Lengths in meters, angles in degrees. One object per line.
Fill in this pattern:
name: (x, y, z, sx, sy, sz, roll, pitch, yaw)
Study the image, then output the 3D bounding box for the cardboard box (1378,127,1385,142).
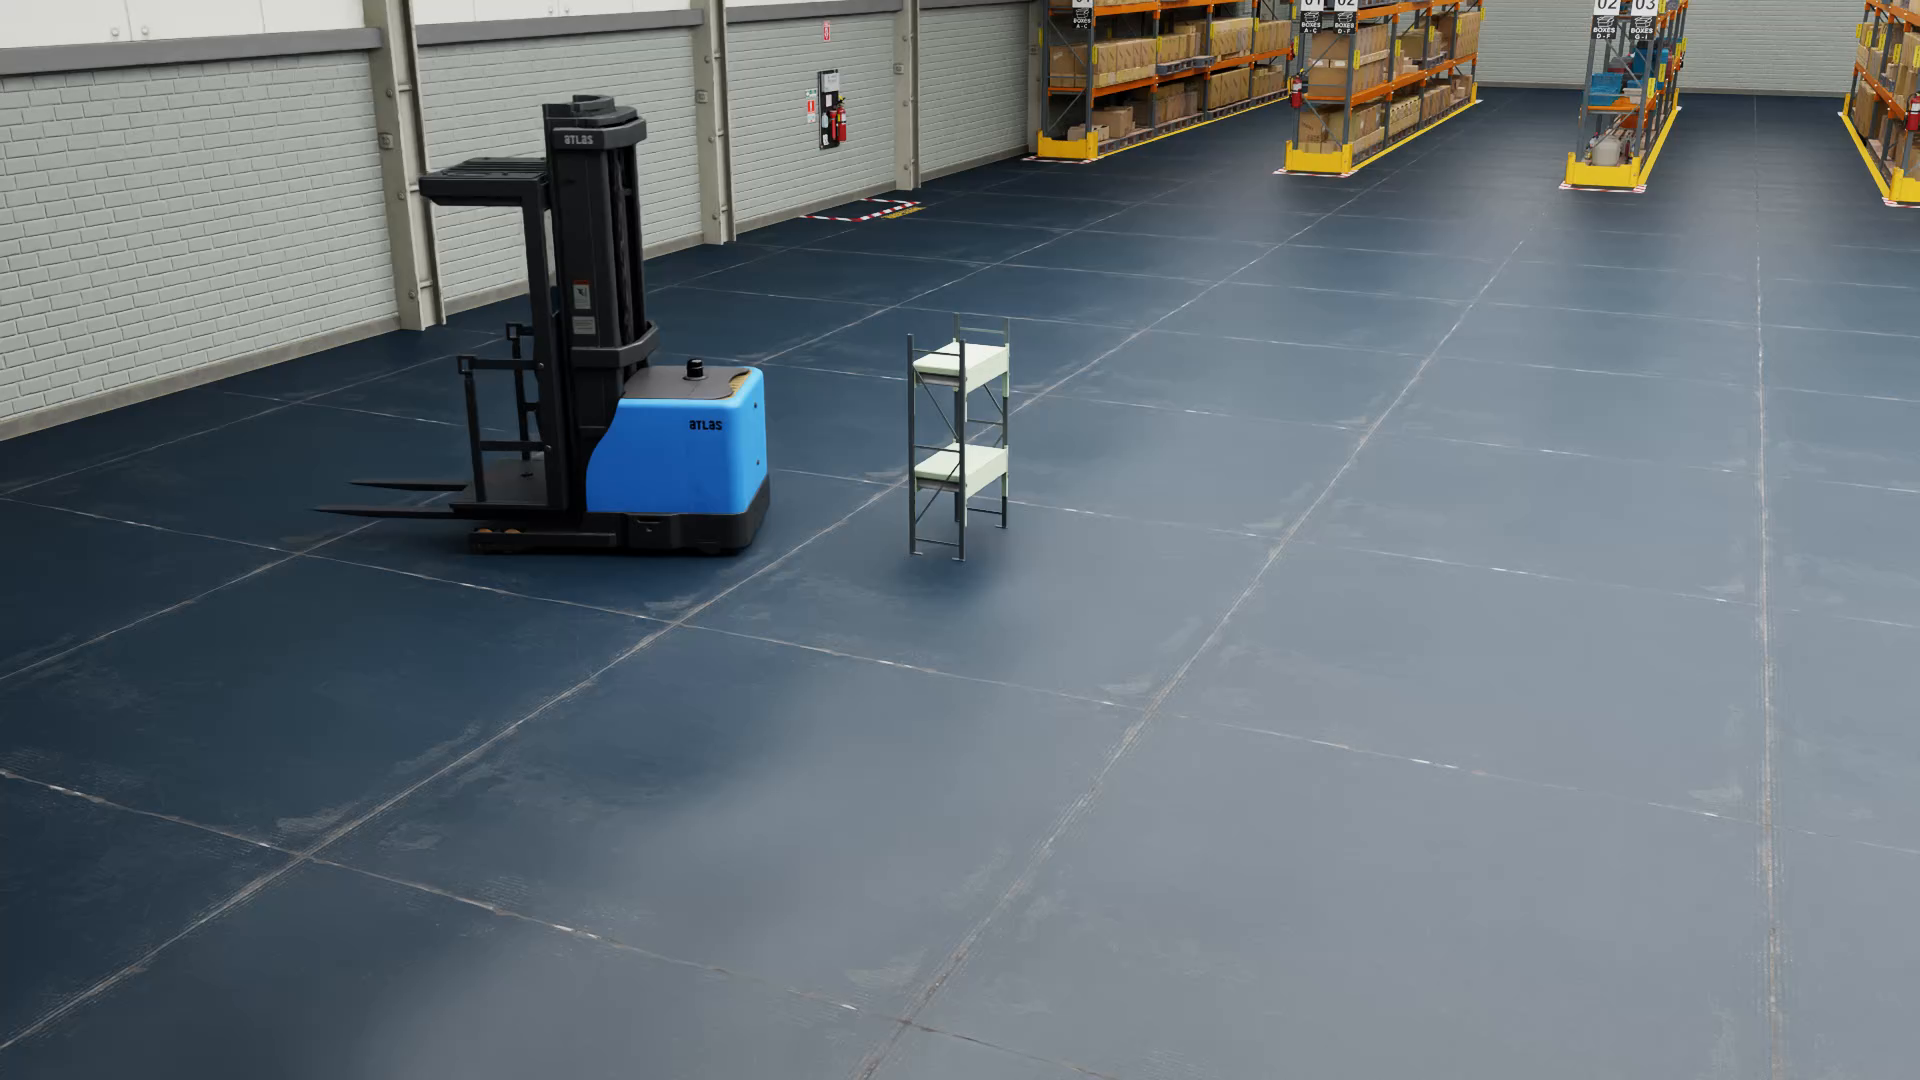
cardboard box: (8.236, -8.173, 33.451, 0.500, 0.250, 0.500, 9, 21, 23)

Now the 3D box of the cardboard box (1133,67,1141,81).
cardboard box: (3.384, -9.567, 34.086, 0.500, 0.250, 0.500, 8, 21, 22)

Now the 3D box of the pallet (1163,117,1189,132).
pallet: (4.521, -9.420, 37.641, 1.003, 0.211, 1.213, 9, 21, 23)

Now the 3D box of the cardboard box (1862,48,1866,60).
cardboard box: (20.898, -11.083, 37.936, 0.500, 0.250, 0.500, 9, 21, 24)

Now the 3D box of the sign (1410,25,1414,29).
sign: (11.004, -12.368, 40.478, 0.100, 0.325, 0.005, 9, 21, 23)

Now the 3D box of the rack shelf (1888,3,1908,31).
rack shelf: (18.081, -9.768, 31.056, 1.077, 0.370, 4.000, 9, 21, 23)

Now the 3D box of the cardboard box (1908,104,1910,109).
cardboard box: (16.049, -7.241, 27.728, 0.380, 0.149, 0.250, 9, 21, 23)

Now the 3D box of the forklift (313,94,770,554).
forklift: (-2.904, -1.460, 11.200, 3.031, 2.935, 1.130, 1, 20, 3)

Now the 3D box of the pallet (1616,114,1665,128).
pallet: (15.665, -9.663, 38.326, 1.003, 0.211, 1.213, 9, 21, 23)

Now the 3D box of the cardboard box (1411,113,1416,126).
cardboard box: (9.663, -9.215, 36.382, 0.500, 0.250, 0.500, 8, 21, 22)

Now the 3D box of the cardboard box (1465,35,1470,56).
cardboard box: (12.580, -12.519, 42.045, 0.500, 0.500, 0.500, 8, 21, 22)

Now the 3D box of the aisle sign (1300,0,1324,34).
aisle sign: (6.293, -9.465, 29.727, 0.394, 0.787, 0.004, 9, 21, 23)

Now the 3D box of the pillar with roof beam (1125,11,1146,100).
pillar with roof beam: (7.949, -13.301, 35.440, 9.100, 9.000, 0.400, 9, 21, 23)

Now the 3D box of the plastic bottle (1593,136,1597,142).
plastic bottle: (11.783, -7.344, 30.938, 0.144, 0.351, 0.185, 8, 21, 22)

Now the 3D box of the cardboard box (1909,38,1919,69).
cardboard box: (16.031, -8.026, 27.475, 0.500, 0.500, 0.500, 9, 21, 23)

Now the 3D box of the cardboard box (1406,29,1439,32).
cardboard box: (11.104, -12.019, 40.012, 0.700, 0.500, 0.500, 2, 20, 4)

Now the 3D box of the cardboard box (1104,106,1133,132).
cardboard box: (3.317, -8.828, 34.889, 0.500, 0.500, 0.500, 7, 21, 19)

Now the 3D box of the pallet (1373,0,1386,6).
pallet: (7.399, -10.178, 31.268, 1.003, 0.211, 1.213, 9, 21, 23)

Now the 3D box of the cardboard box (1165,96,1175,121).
cardboard box: (4.403, -9.693, 37.323, 0.700, 0.500, 0.500, 9, 21, 23)

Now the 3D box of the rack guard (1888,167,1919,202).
rack guard: (15.655, -5.705, 26.764, 1.175, 0.500, 0.348, 9, 21, 23)

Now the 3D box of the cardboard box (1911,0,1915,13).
cardboard box: (16.632, -9.160, 28.496, 0.500, 0.250, 0.500, 8, 21, 22)

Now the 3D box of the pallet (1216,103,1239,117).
pallet: (6.236, -10.632, 41.051, 1.003, 0.211, 1.213, 9, 21, 23)

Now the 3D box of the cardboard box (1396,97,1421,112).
cardboard box: (9.874, -9.638, 36.733, 0.500, 0.311, 0.500, 9, 22, 24)

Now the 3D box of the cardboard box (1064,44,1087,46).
cardboard box: (2.281, -9.516, 32.826, 0.500, 0.500, 0.500, 9, 21, 23)

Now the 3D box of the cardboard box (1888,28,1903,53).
cardboard box: (19.484, -10.245, 34.153, 0.797, 0.503, 0.637, 9, 22, 24)

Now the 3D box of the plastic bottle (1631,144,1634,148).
plastic bottle: (12.273, -7.077, 30.308, 0.097, 0.271, 0.097, 0, 20, 0)

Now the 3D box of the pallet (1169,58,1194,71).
pallet: (4.570, -10.643, 37.205, 1.003, 0.211, 1.213, 9, 21, 23)

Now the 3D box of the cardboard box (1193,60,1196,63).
cardboard box: (5.689, -11.304, 39.123, 0.380, 0.149, 0.250, 8, 21, 22)

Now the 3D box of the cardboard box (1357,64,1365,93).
cardboard box: (7.210, -8.720, 31.363, 0.700, 0.500, 0.500, 9, 21, 23)

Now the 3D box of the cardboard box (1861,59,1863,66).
cardboard box: (20.890, -10.941, 38.131, 0.380, 0.149, 0.250, 8, 21, 22)

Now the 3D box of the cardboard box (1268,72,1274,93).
cardboard box: (8.014, -12.275, 44.612, 0.700, 0.500, 0.500, 8, 21, 21)

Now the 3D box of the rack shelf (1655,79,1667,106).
rack shelf: (13.562, -9.034, 33.469, 1.077, 0.370, 4.000, 9, 21, 23)

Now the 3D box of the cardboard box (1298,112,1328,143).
cardboard box: (6.536, -7.680, 30.946, 0.500, 0.500, 0.500, 9, 21, 23)

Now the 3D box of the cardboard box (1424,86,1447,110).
cardboard box: (11.351, -10.578, 39.809, 0.500, 0.500, 0.500, 9, 21, 23)

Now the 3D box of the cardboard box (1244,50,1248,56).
cardboard box: (7.019, -12.235, 41.741, 0.380, 0.149, 0.250, 9, 21, 24)

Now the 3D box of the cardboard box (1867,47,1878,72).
cardboard box: (20.122, -10.469, 36.279, 0.500, 0.500, 0.500, 9, 21, 23)

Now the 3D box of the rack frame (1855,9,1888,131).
rack frame: (20.538, -10.528, 36.595, 1.000, 3.000, 0.127, 9, 21, 23)

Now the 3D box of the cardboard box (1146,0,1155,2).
cardboard box: (3.723, -11.402, 34.398, 0.500, 0.500, 0.500, 9, 22, 24)

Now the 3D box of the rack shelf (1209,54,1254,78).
rack shelf: (6.162, -11.616, 40.730, 1.077, 0.370, 4.000, 9, 21, 23)

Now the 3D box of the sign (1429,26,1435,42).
sign: (10.372, -11.136, 36.577, 0.100, 0.325, 0.005, 9, 21, 23)

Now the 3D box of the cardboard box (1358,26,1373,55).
cardboard box: (7.434, -9.504, 31.632, 0.700, 0.500, 0.500, 9, 21, 23)

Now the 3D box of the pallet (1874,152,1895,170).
pallet: (17.580, -7.007, 30.856, 1.003, 0.211, 1.213, 9, 21, 23)

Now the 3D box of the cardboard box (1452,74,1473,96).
cardboard box: (13.142, -11.941, 43.641, 0.500, 0.500, 0.500, 9, 21, 23)

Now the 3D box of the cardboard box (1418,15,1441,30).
cardboard box: (11.473, -12.597, 40.771, 0.500, 0.500, 0.500, 9, 21, 23)

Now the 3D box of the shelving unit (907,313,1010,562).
shelving unit: (-0.003, -0.705, 11.212, 0.431, 1.500, 0.755, 9, 21, 23)

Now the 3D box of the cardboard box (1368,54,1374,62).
cardboard box: (7.683, -9.213, 31.782, 0.380, 0.149, 0.250, 9, 22, 24)

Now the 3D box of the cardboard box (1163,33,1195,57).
cardboard box: (4.956, -11.279, 37.901, 0.700, 0.500, 0.500, 6, 21, 18)

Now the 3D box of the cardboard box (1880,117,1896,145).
cardboard box: (18.429, -7.956, 32.437, 0.700, 0.500, 0.500, 7, 21, 18)

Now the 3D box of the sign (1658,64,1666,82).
sign: (13.241, -8.813, 31.361, 0.100, 0.325, 0.005, 9, 21, 23)

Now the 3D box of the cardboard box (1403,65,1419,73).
cardboard box: (9.748, -10.234, 36.145, 0.380, 0.149, 0.250, 9, 21, 23)

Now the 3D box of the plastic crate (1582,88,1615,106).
plastic crate: (11.037, -7.663, 28.762, 0.499, 0.251, 0.616, 9, 21, 23)

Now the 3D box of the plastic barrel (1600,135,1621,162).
plastic barrel: (11.511, -6.930, 29.564, 0.421, 0.512, 0.421, 0, 20, 0)

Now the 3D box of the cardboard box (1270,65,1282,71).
cardboard box: (8.537, -12.823, 45.186, 0.380, 0.149, 0.250, 8, 21, 22)

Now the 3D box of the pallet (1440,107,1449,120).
pallet: (11.203, -10.321, 40.174, 1.003, 0.211, 1.213, 9, 21, 23)

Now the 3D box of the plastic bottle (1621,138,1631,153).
plastic bottle: (12.519, -7.403, 31.218, 0.152, 0.276, 0.135, 9, 21, 23)
